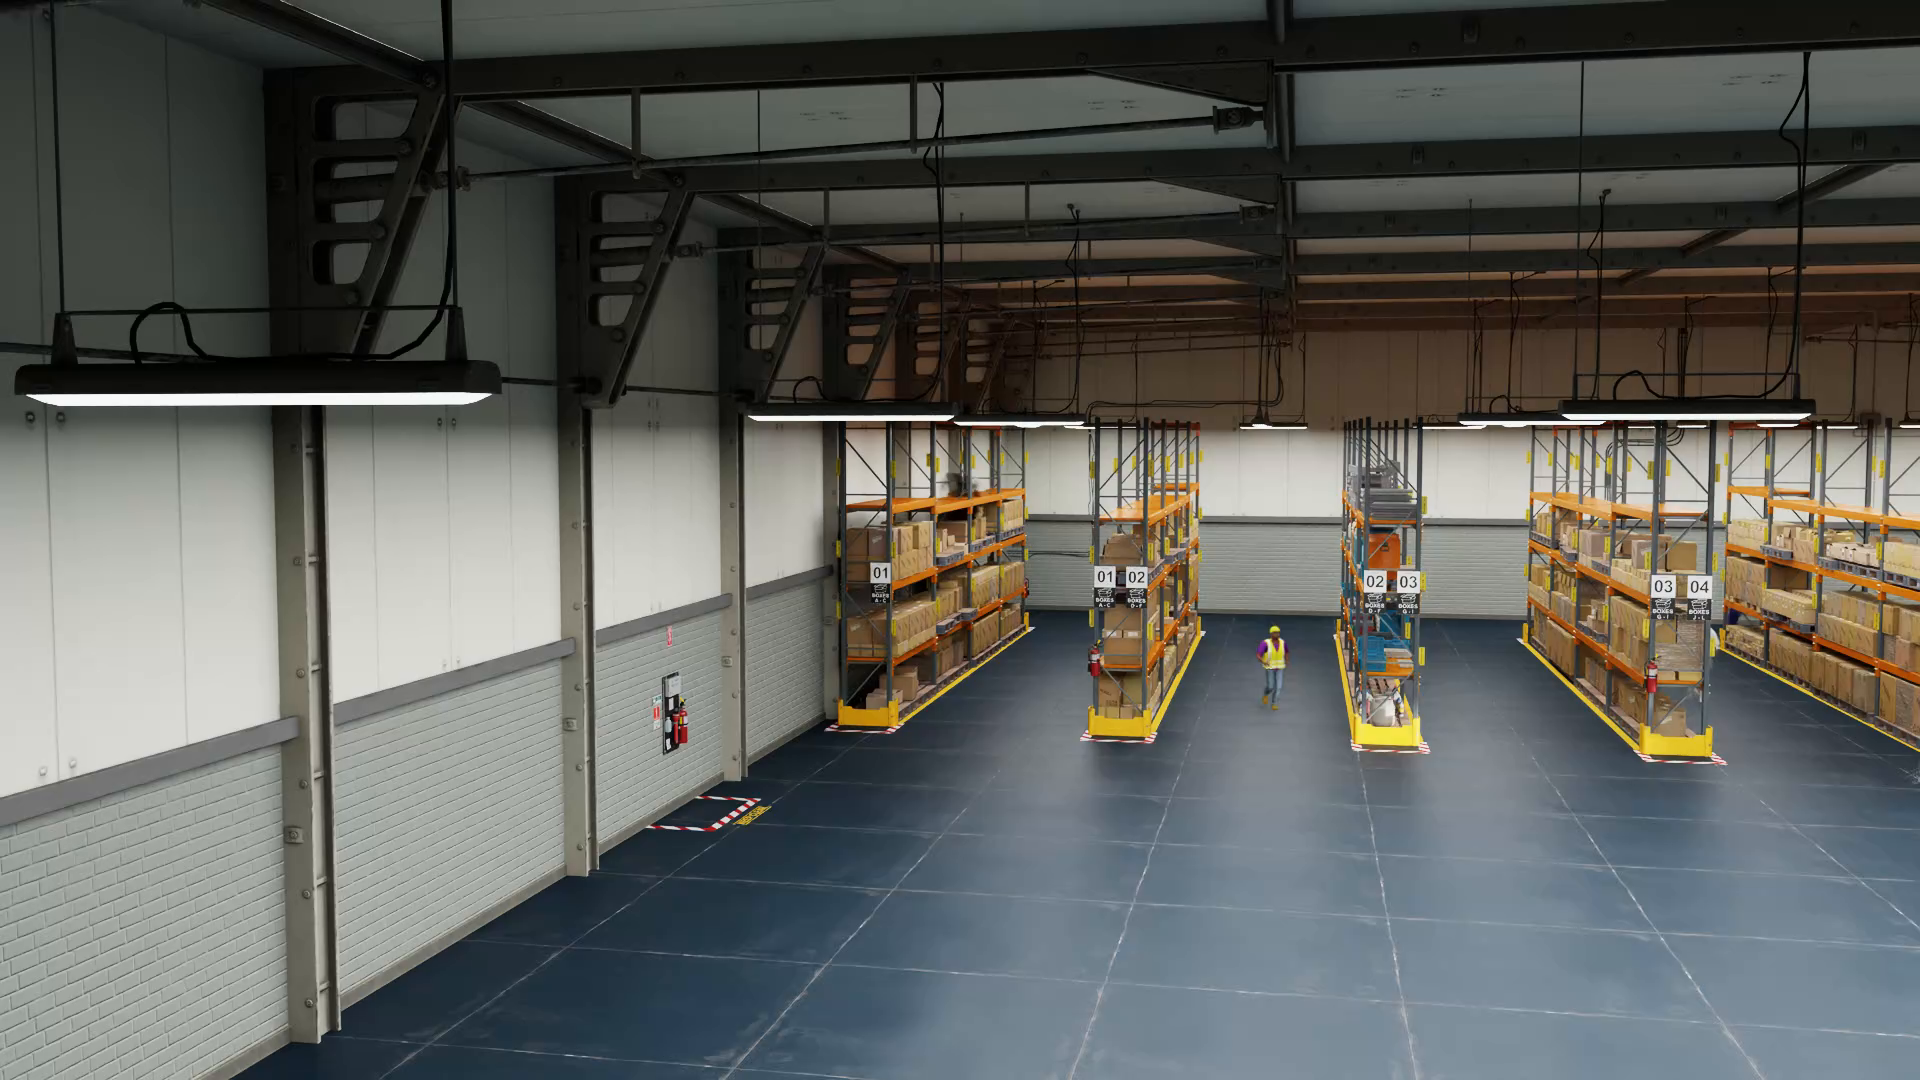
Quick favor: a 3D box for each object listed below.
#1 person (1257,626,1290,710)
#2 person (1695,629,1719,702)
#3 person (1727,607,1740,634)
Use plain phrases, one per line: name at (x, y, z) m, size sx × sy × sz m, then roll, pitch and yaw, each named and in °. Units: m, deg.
person at (6.475, 2.633, 34.315) m, size 0.695 × 1.720 × 0.596 m, roll -1°, pitch 4°, yaw -8°
person at (15.881, 2.636, 35.620) m, size 0.699 × 1.580 × 0.910 m, roll 1°, pitch 4°, yaw 13°
person at (21.103, 1.998, 45.319) m, size 0.753 × 1.604 × 0.655 m, roll 2°, pitch 4°, yaw 29°
